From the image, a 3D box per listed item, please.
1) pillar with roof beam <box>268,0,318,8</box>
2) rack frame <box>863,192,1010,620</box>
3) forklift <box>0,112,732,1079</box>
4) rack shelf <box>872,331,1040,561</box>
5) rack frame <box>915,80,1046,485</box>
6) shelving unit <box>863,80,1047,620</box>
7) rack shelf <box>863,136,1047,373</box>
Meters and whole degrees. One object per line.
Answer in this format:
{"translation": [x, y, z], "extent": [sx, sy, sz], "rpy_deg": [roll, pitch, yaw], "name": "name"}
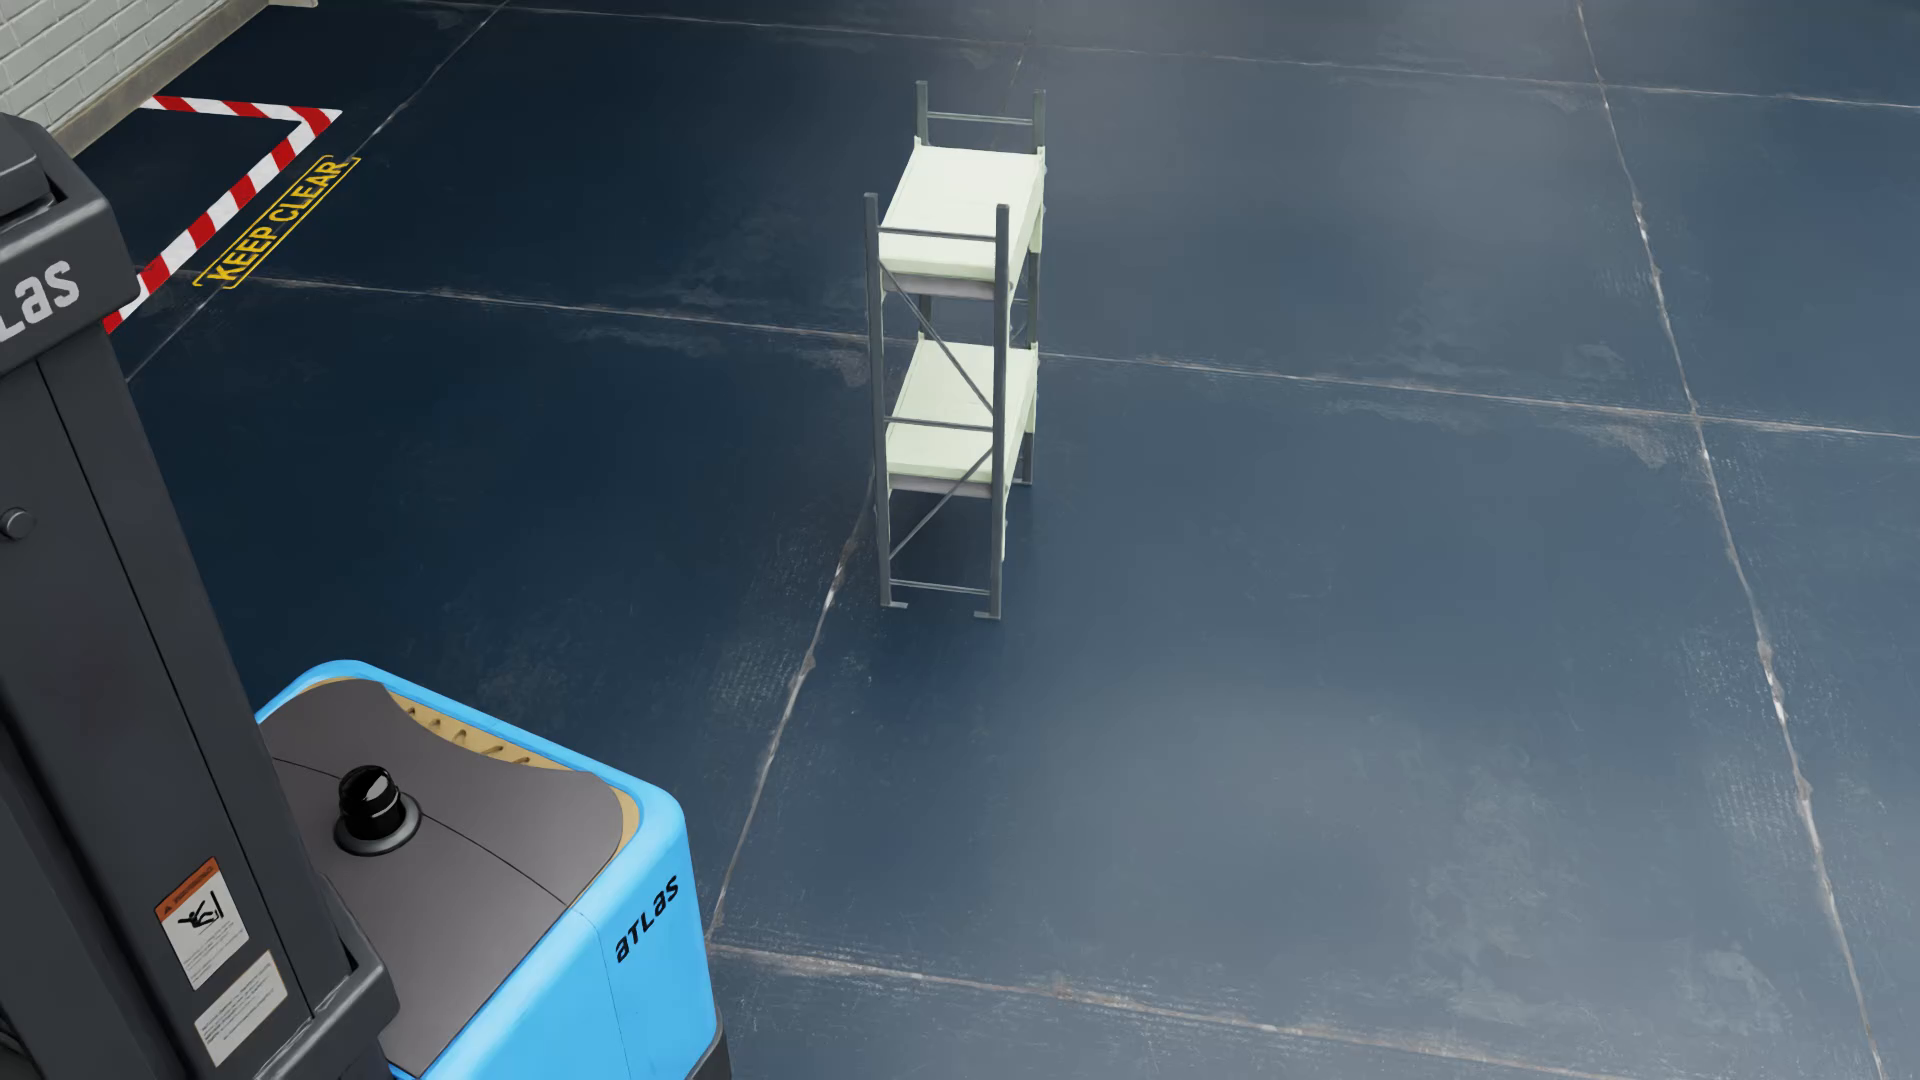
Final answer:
{"translation": [0.477, -6.140, 6.114], "extent": [9.100, 9.000, 0.400], "rpy_deg": [6, 40, 8], "name": "pillar with roof beam"}
{"translation": [-0.064, -0.344, 4.989], "extent": [0.400, 1.500, 0.023], "rpy_deg": [6, 40, 8], "name": "rack frame"}
{"translation": [-1.683, 0.920, 2.337], "extent": [1.130, 2.935, 3.031], "rpy_deg": [18, 43, 21], "name": "forklift"}
{"translation": [-0.001, -0.323, 5.475], "extent": [0.431, 0.370, 0.720], "rpy_deg": [6, 40, 8], "name": "rack shelf"}
{"translation": [0.062, -0.804, 5.545], "extent": [0.400, 1.500, 0.023], "rpy_deg": [6, 40, 8], "name": "rack frame"}
{"translation": [-0.001, -0.574, 5.267], "extent": [0.431, 1.500, 0.755], "rpy_deg": [6, 40, 8], "name": "shelving unit"}
{"translation": [-0.001, -0.875, 5.018], "extent": [0.431, 0.370, 0.720], "rpy_deg": [6, 40, 8], "name": "rack shelf"}
